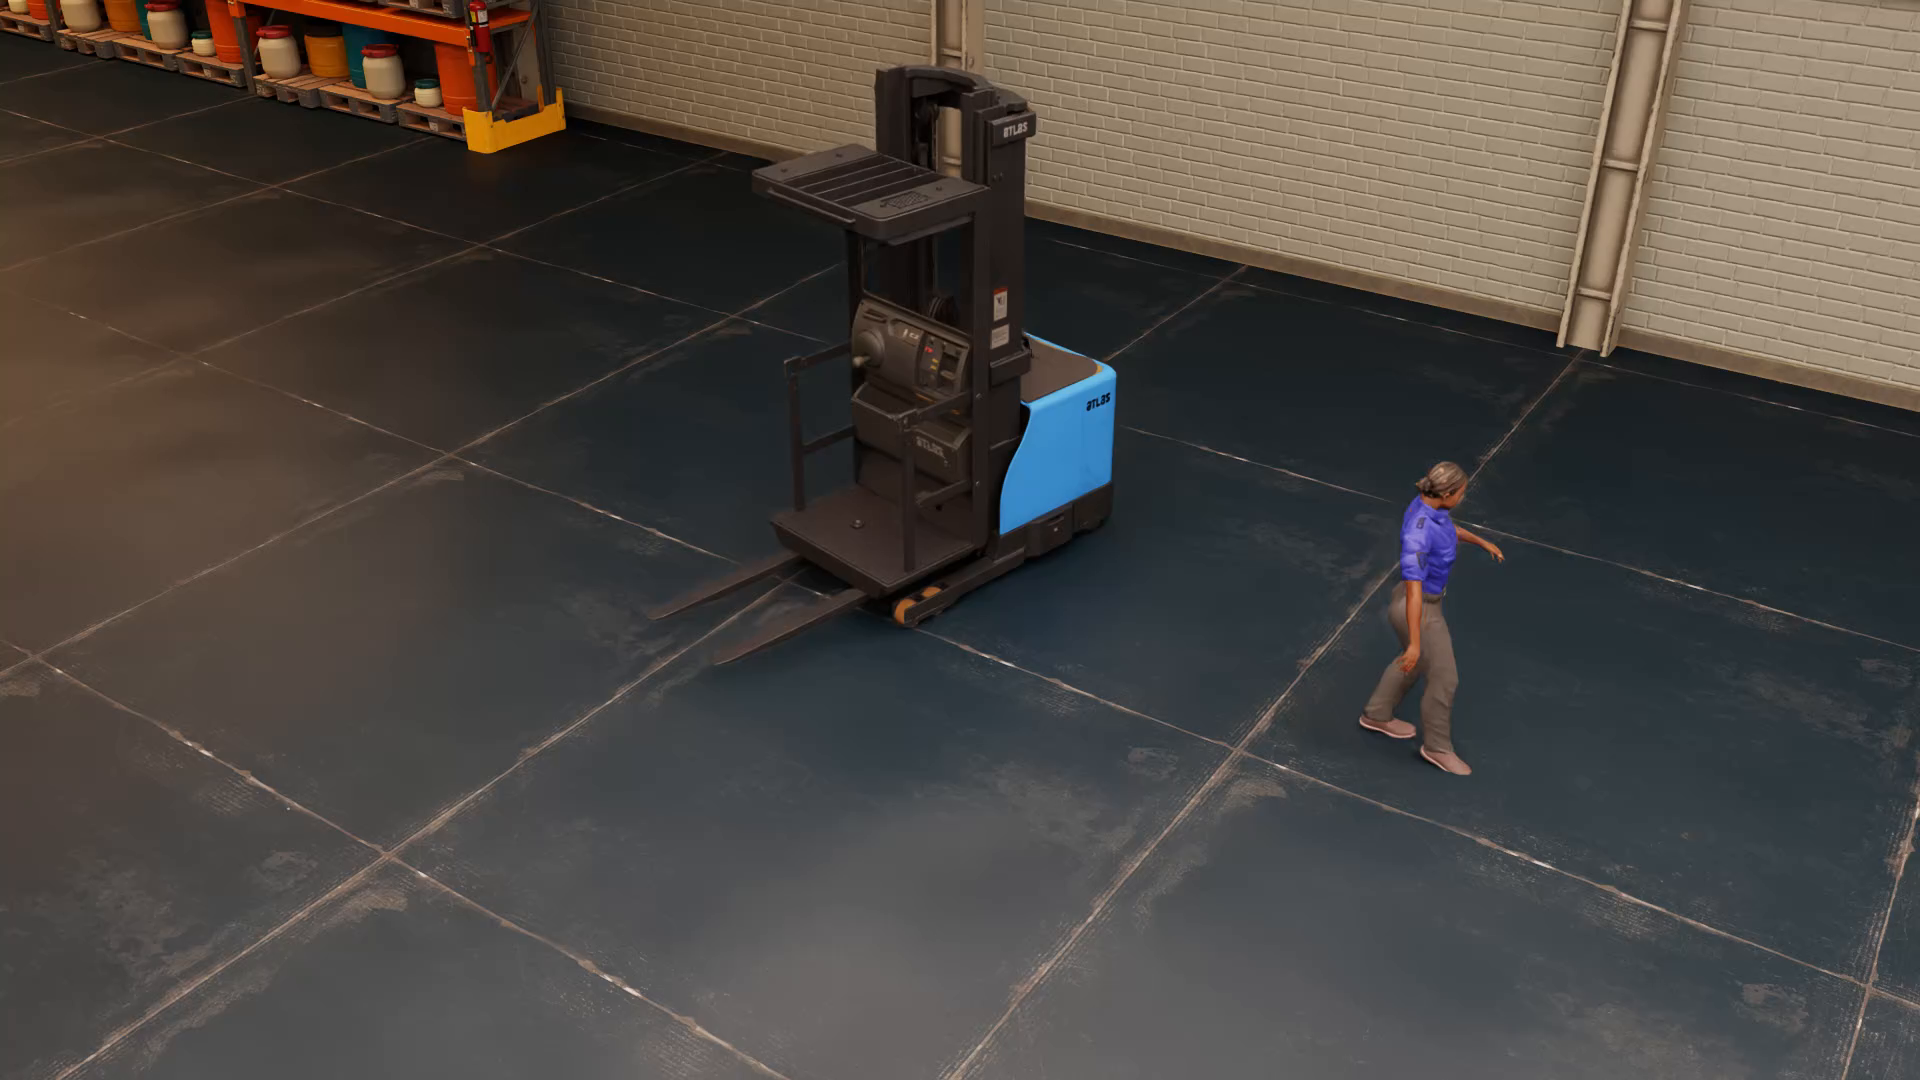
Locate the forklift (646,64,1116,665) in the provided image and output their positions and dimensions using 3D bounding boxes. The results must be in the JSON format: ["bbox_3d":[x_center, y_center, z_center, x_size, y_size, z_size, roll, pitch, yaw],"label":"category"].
[{"bbox_3d":[-0.438,-1.054,9.396,3.031,2.935,1.130,-26,39,-37],"label":"forklift"}]

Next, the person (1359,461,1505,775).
[{"bbox_3d":[2.373,0.388,8.261,0.614,1.676,0.915,10,32,17],"label":"person"}]
